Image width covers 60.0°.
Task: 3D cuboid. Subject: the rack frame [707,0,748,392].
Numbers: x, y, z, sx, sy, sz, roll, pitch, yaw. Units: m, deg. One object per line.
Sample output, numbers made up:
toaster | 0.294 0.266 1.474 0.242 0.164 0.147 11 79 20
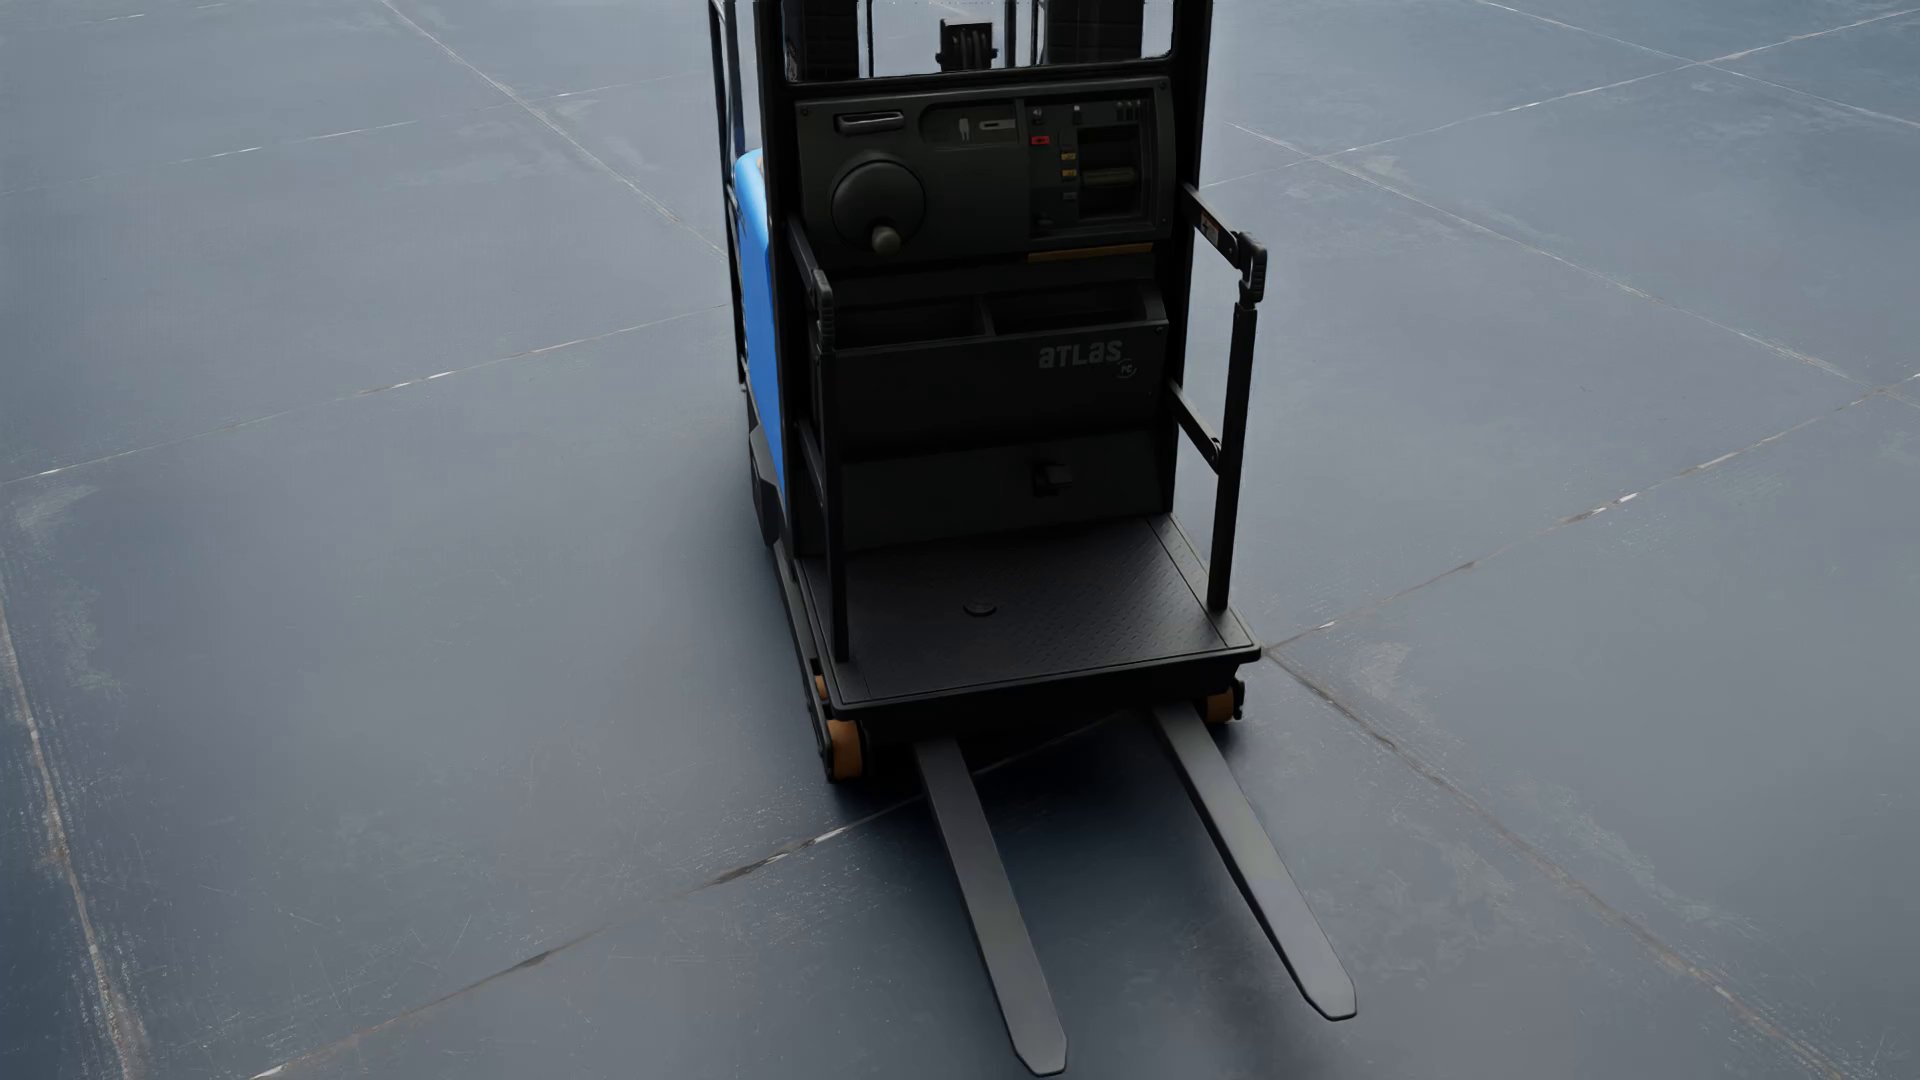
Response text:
rack frame | -0.752 -1.115 5.603 0.032 1.500 0.500 -8 32 -12

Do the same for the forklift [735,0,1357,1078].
forklift | 0.123 -0.846 3.844 1.130 2.935 3.031 -7 33 -11

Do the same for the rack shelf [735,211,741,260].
rack shelf | -0.259 -1.029 5.804 1.000 0.185 0.538 -8 32 -12

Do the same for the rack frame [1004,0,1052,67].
rack frame | 0.232 -1.251 5.818 0.032 1.500 0.500 -8 32 -12

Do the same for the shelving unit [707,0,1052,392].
shelving unit | -0.260 -1.183 5.711 1.048 1.500 0.538 -8 32 -12
